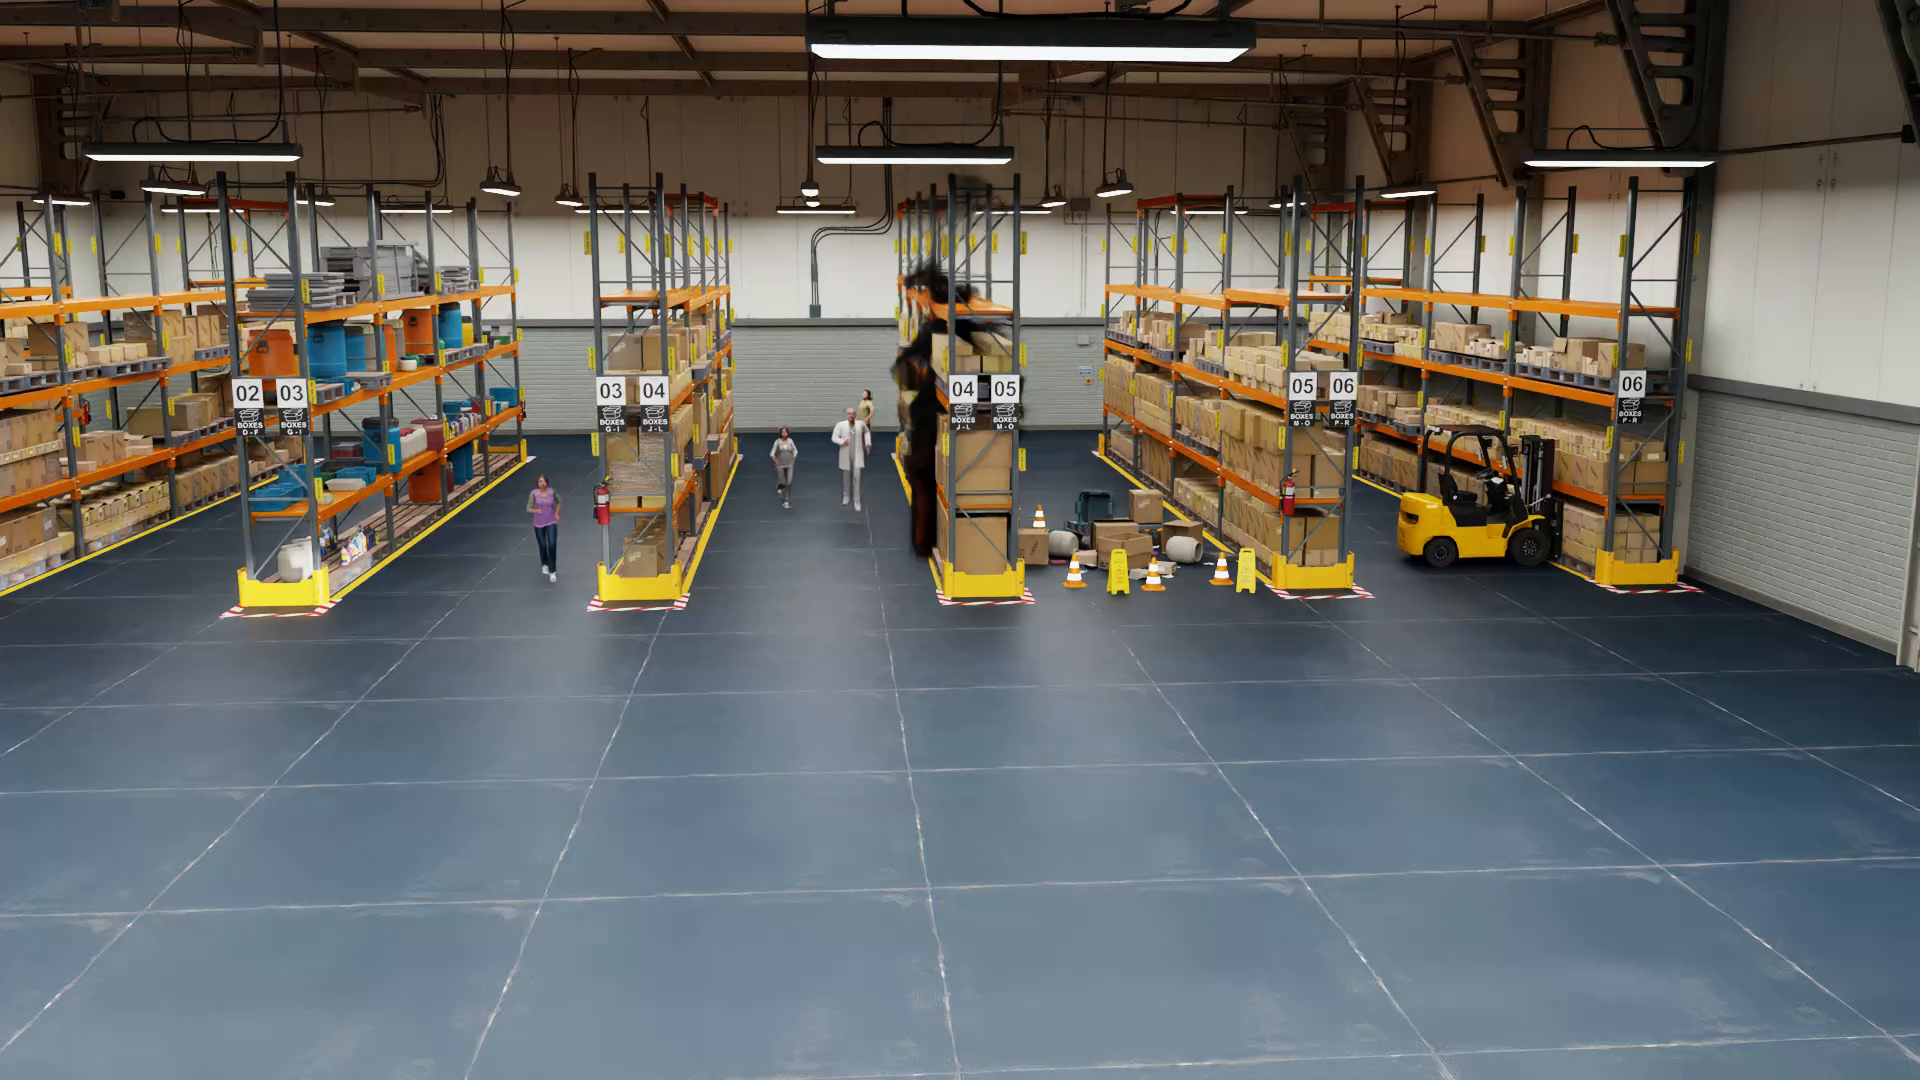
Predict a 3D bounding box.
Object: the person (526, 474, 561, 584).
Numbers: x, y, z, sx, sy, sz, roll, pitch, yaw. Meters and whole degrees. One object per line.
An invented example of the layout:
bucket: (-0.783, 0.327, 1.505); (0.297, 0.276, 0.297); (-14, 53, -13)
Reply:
person: (-6.287, -0.193, 25.182); (0.522, 1.645, 0.751); (-3, 10, -14)

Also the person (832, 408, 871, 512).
person: (-1.978, -1.499, 30.404); (0.736, 1.859, 0.840); (-1, 10, -8)

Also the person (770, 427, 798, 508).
person: (-3.415, -1.426, 32.343); (0.537, 1.561, 0.589); (-3, 10, -16)

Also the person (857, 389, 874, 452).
person: (-2.338, -2.844, 40.193); (0.526, 1.596, 0.610); (-9, 13, -40)
